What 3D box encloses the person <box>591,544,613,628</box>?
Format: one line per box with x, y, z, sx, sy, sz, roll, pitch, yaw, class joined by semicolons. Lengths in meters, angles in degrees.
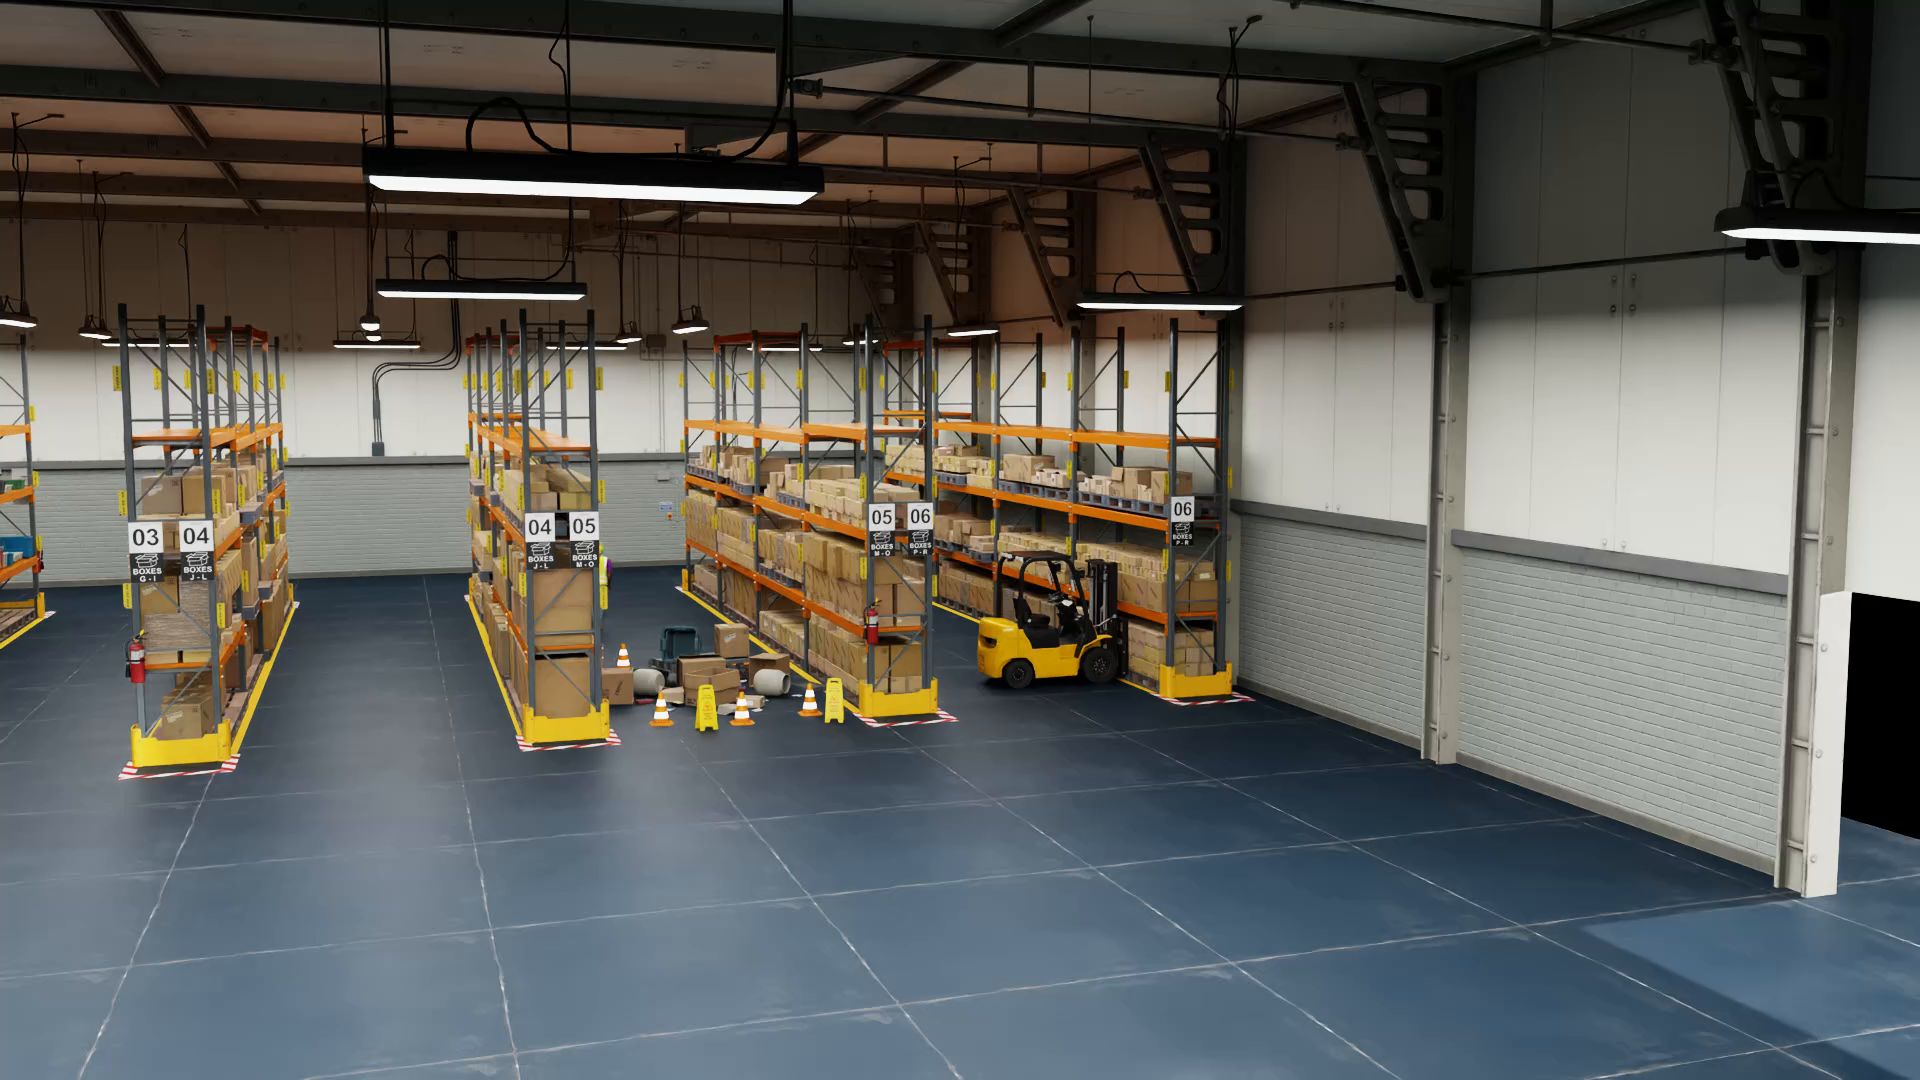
-7.375;0.935;33.810;0.629;1.736;0.700;-2;6;-16;person
